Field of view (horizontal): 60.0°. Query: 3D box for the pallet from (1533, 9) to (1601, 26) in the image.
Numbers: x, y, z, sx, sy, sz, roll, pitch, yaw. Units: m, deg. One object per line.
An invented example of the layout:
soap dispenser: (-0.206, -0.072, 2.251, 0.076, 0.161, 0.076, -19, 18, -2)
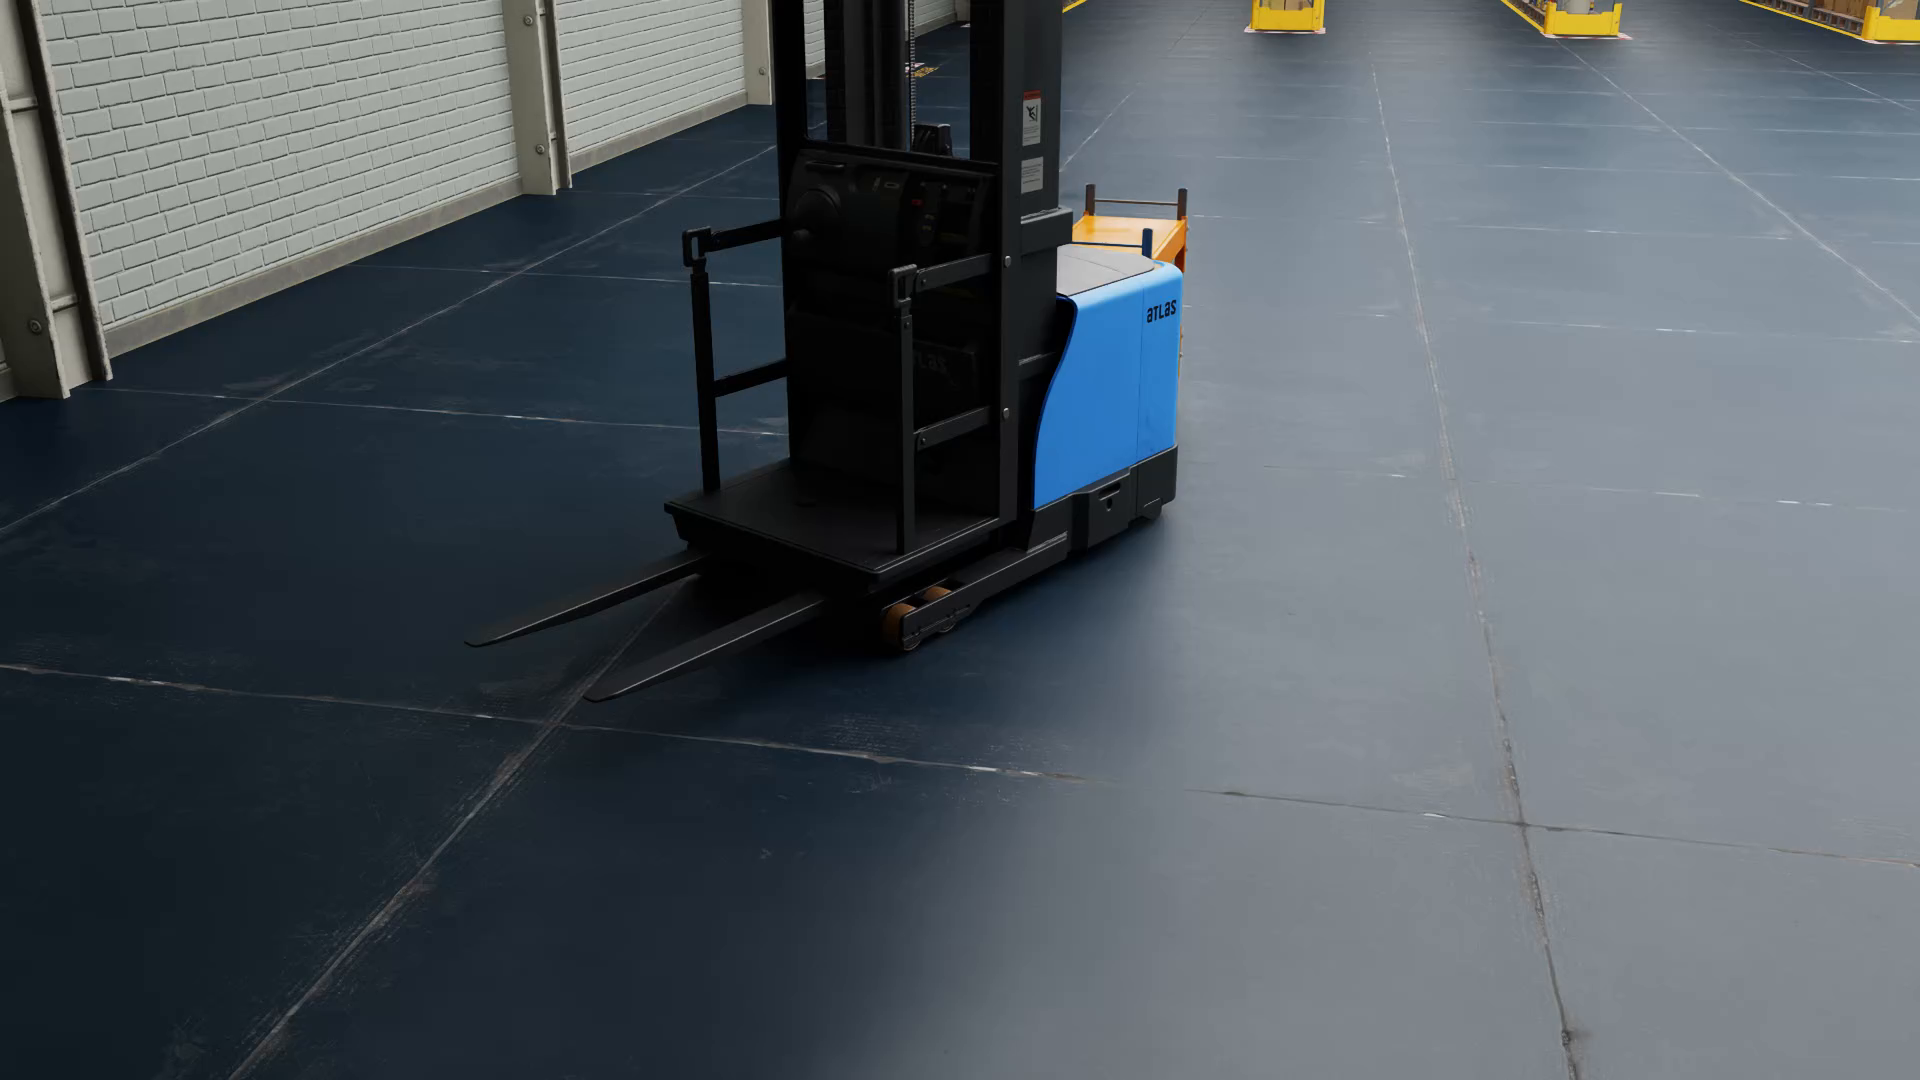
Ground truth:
pallet: (10.898, -9.393, 29.894, 1.003, 0.211, 1.213, 4, 22, 11)

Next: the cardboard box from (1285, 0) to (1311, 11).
cardboard box: (5.985, -9.391, 29.275, 0.500, 0.250, 0.500, 4, 22, 11)

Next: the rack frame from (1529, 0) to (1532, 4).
rack frame: (11.323, -11.377, 31.086, 1.000, 3.000, 0.127, 4, 22, 11)

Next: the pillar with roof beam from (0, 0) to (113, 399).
pillar with roof beam: (-0.579, -4.668, 6.399, 9.100, 9.000, 0.400, 4, 22, 11)

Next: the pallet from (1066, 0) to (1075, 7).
pallet: (1.782, -11.123, 34.189, 1.003, 0.211, 1.213, 4, 22, 11)

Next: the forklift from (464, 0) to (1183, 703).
forklift: (-0.402, -1.178, 5.855, 1.130, 2.935, 3.031, 17, 28, 36)

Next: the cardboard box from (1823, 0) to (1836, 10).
cardboard box: (16.051, -9.891, 30.181, 0.500, 0.500, 0.500, 4, 22, 9)

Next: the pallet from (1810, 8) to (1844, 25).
pallet: (16.069, -9.457, 30.053, 1.003, 0.211, 1.213, 4, 22, 11)

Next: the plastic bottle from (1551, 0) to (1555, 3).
plastic bottle: (10.635, -9.645, 29.834, 0.061, 0.283, 0.133, 4, 22, 11)

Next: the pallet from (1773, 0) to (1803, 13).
pallet: (16.576, -10.438, 32.488, 1.003, 0.211, 1.213, 4, 22, 11)

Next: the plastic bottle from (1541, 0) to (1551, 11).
plastic bottle: (10.530, -9.649, 29.855, 0.152, 0.276, 0.135, 5, 22, 11)

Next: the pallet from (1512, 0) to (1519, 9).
pallet: (11.692, -10.821, 33.439, 1.003, 0.211, 1.213, 4, 22, 11)

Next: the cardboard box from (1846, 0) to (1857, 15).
cardboard box: (15.891, -9.448, 29.081, 0.500, 0.500, 0.500, 2, 22, 6)

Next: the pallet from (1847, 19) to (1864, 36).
pallet: (15.571, -8.565, 27.837, 1.003, 0.211, 1.213, 4, 22, 11)

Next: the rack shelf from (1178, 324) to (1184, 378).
rack shelf: (0.728, -0.801, 7.992, 0.538, 0.278, 1.000, 6, 23, 15)

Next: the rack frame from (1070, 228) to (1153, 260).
rack frame: (0.591, -0.845, 7.447, 0.500, 1.125, 0.032, 6, 23, 15)

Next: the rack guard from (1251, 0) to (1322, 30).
rack guard: (5.653, -9.124, 28.840, 1.175, 0.500, 0.348, 4, 22, 11)

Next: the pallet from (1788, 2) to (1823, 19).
pallet: (16.329, -9.990, 31.377, 1.003, 0.211, 1.213, 4, 22, 11)

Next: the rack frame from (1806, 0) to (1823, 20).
rack frame: (16.172, -10.999, 30.149, 1.000, 3.000, 0.127, 4, 22, 11)

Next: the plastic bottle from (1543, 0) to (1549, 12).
plastic bottle: (10.452, -9.525, 29.645, 0.097, 0.201, 0.097, 0, 22, 0)

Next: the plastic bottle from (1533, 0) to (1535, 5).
plastic bottle: (10.789, -10.114, 31.008, 0.152, 0.276, 0.135, 5, 23, 13)

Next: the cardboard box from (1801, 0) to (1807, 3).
cardboard box: (16.434, -10.439, 31.516, 0.700, 0.500, 0.500, 4, 22, 11)

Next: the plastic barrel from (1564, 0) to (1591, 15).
plastic barrel: (10.566, -9.201, 28.452, 0.421, 0.512, 0.421, 0, 22, 0)

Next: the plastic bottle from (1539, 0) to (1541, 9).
plastic bottle: (10.589, -9.796, 30.118, 0.144, 0.351, 0.185, 5, 23, 13)

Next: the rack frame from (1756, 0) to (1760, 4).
rack frame: (16.988, -12.462, 33.781, 1.000, 3.000, 0.127, 4, 22, 11)

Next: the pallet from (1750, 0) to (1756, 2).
pallet: (17.222, -11.451, 35.003, 1.003, 0.211, 1.213, 4, 22, 11)

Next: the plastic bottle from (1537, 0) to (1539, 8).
plastic bottle: (10.633, -9.848, 30.448, 0.097, 0.201, 0.097, 0, 22, 0)

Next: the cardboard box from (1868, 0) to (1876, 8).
cardboard box: (15.588, -9.020, 28.018, 0.500, 0.500, 0.500, 11, 24, 25)

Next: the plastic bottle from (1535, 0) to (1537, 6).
plastic bottle: (10.713, -10.019, 30.673, 0.144, 0.351, 0.185, 4, 22, 9)

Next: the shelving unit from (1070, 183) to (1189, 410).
shelving unit: (0.728, -1.028, 7.901, 0.538, 1.125, 1.048, 6, 23, 15)

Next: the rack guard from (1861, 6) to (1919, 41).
rack guard: (15.371, -8.404, 27.052, 1.175, 0.500, 0.348, 4, 22, 11)

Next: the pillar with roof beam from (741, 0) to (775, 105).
pillar with roof beam: (1.870, -9.057, 17.296, 9.100, 9.000, 0.400, 4, 22, 11)
